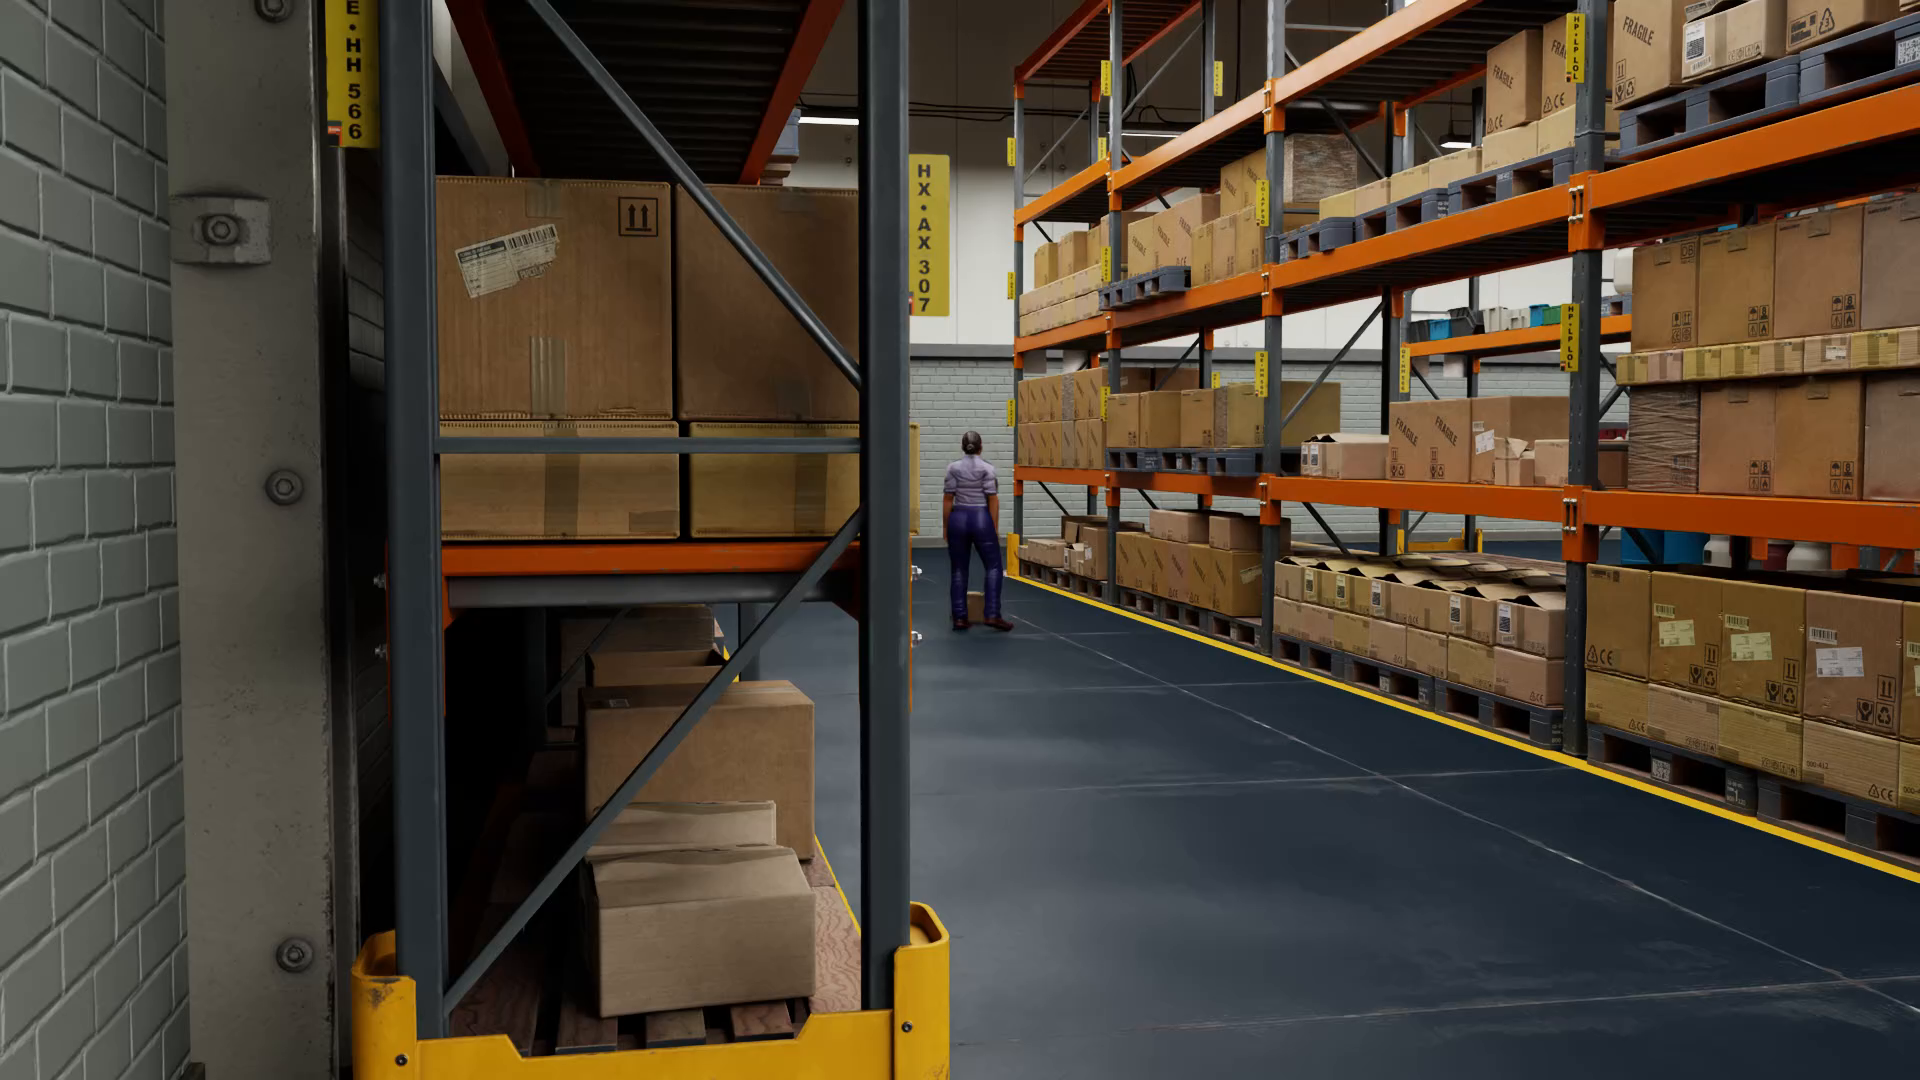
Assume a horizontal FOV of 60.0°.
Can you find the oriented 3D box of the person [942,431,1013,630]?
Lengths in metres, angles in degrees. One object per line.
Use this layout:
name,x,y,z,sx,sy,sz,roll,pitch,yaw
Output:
person,0.145,-0.078,13.866,0.610,1.665,0.392,1,3,15
